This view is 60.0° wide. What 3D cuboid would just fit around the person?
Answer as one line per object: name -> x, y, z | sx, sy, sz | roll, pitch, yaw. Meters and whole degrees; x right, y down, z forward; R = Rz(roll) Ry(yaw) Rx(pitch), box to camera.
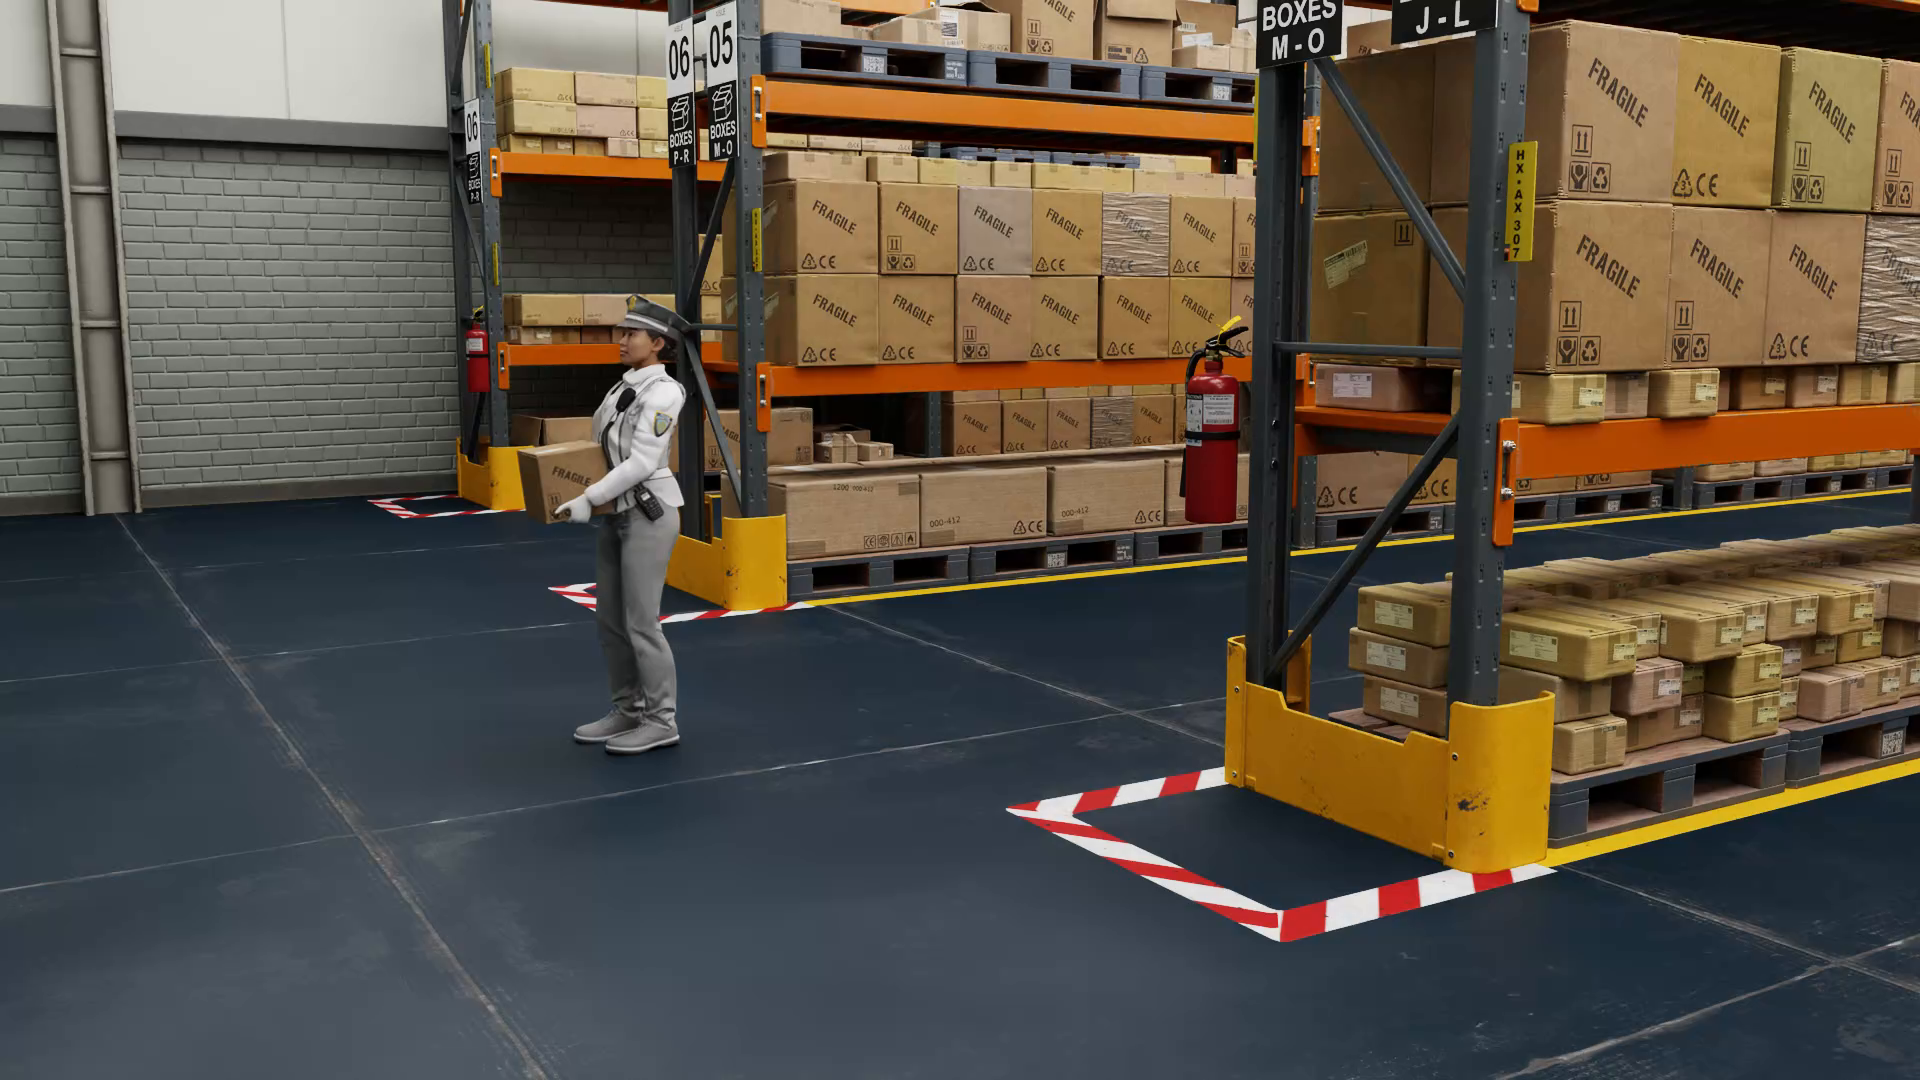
person -> -1.267, -0.065, 6.185 | 0.564, 1.686, 0.460 | -5, 10, -30
